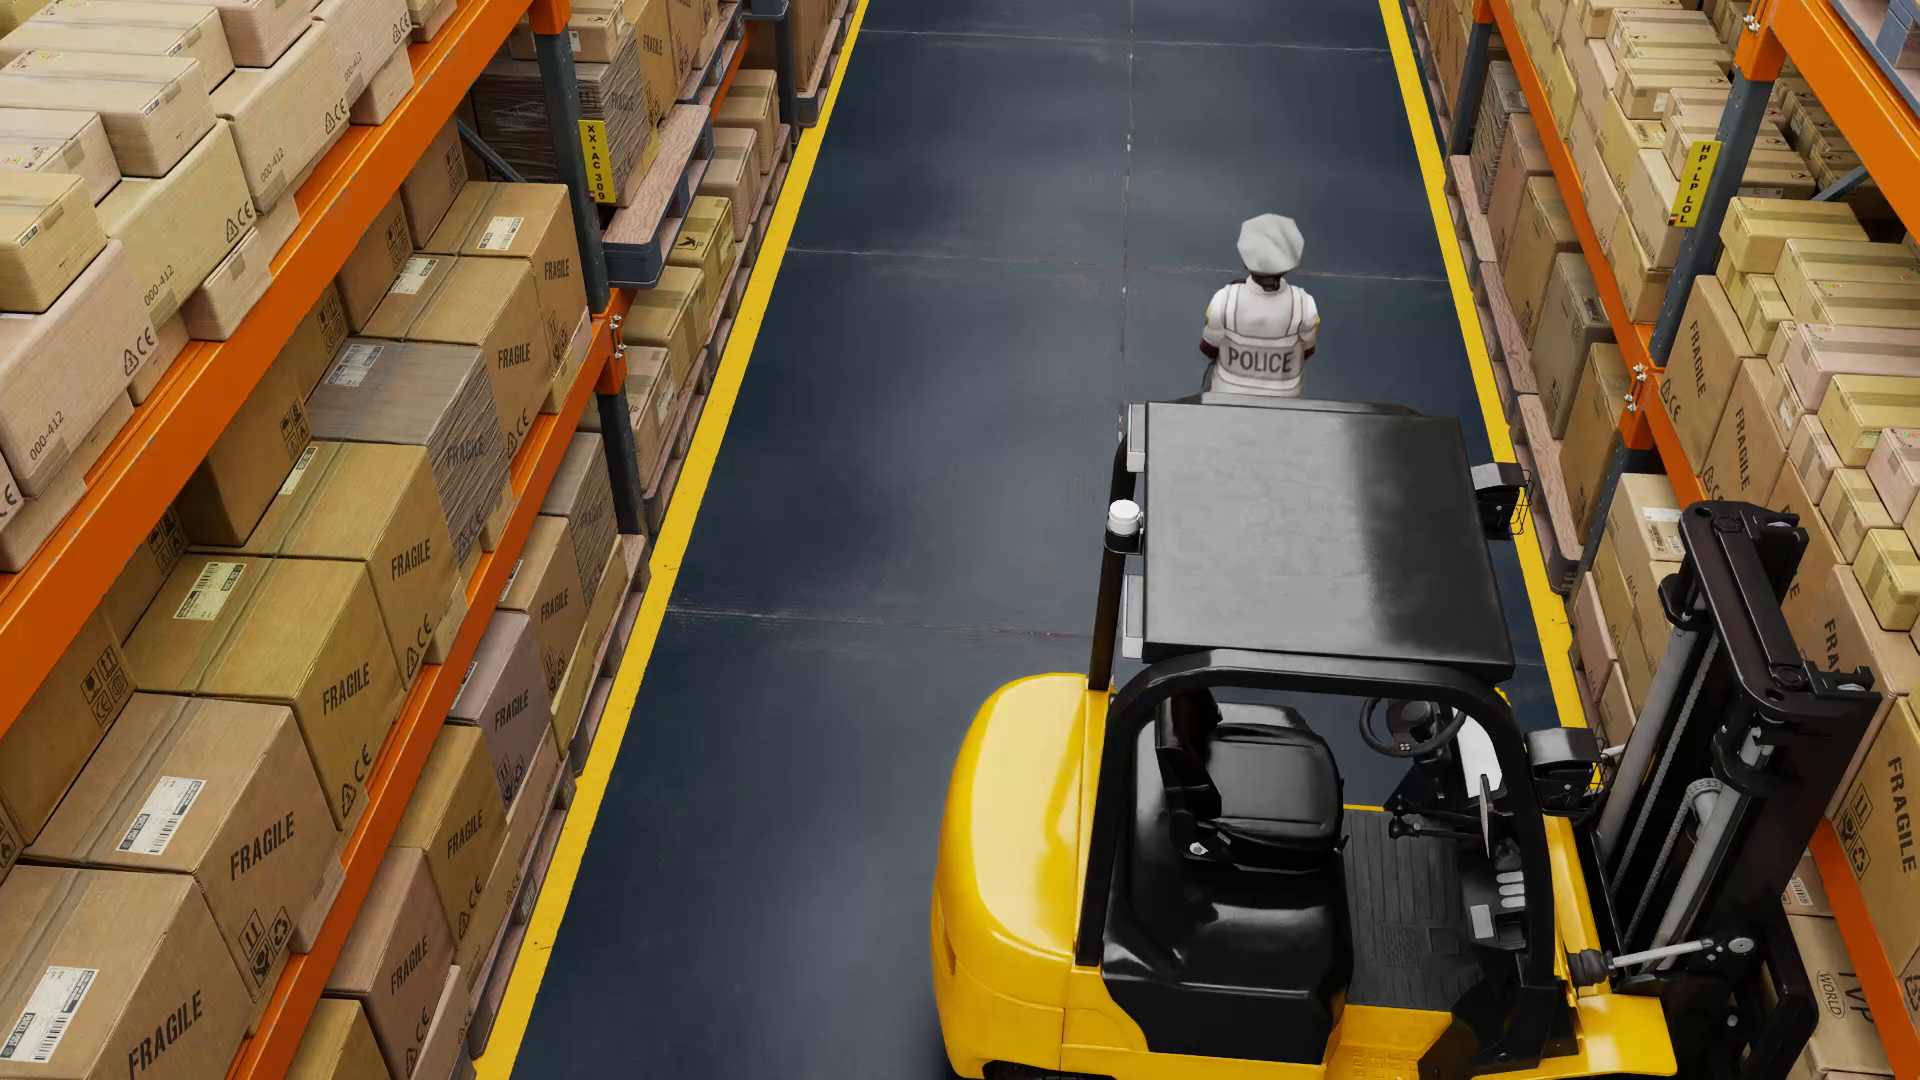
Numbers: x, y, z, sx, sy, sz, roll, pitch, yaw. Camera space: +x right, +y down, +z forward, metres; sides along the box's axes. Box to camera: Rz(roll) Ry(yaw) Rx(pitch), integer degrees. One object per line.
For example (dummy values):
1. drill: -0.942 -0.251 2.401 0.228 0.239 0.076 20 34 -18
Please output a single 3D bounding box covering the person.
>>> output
1. person: 1.212 -0.611 6.844 0.491 1.703 0.500 5 41 6
